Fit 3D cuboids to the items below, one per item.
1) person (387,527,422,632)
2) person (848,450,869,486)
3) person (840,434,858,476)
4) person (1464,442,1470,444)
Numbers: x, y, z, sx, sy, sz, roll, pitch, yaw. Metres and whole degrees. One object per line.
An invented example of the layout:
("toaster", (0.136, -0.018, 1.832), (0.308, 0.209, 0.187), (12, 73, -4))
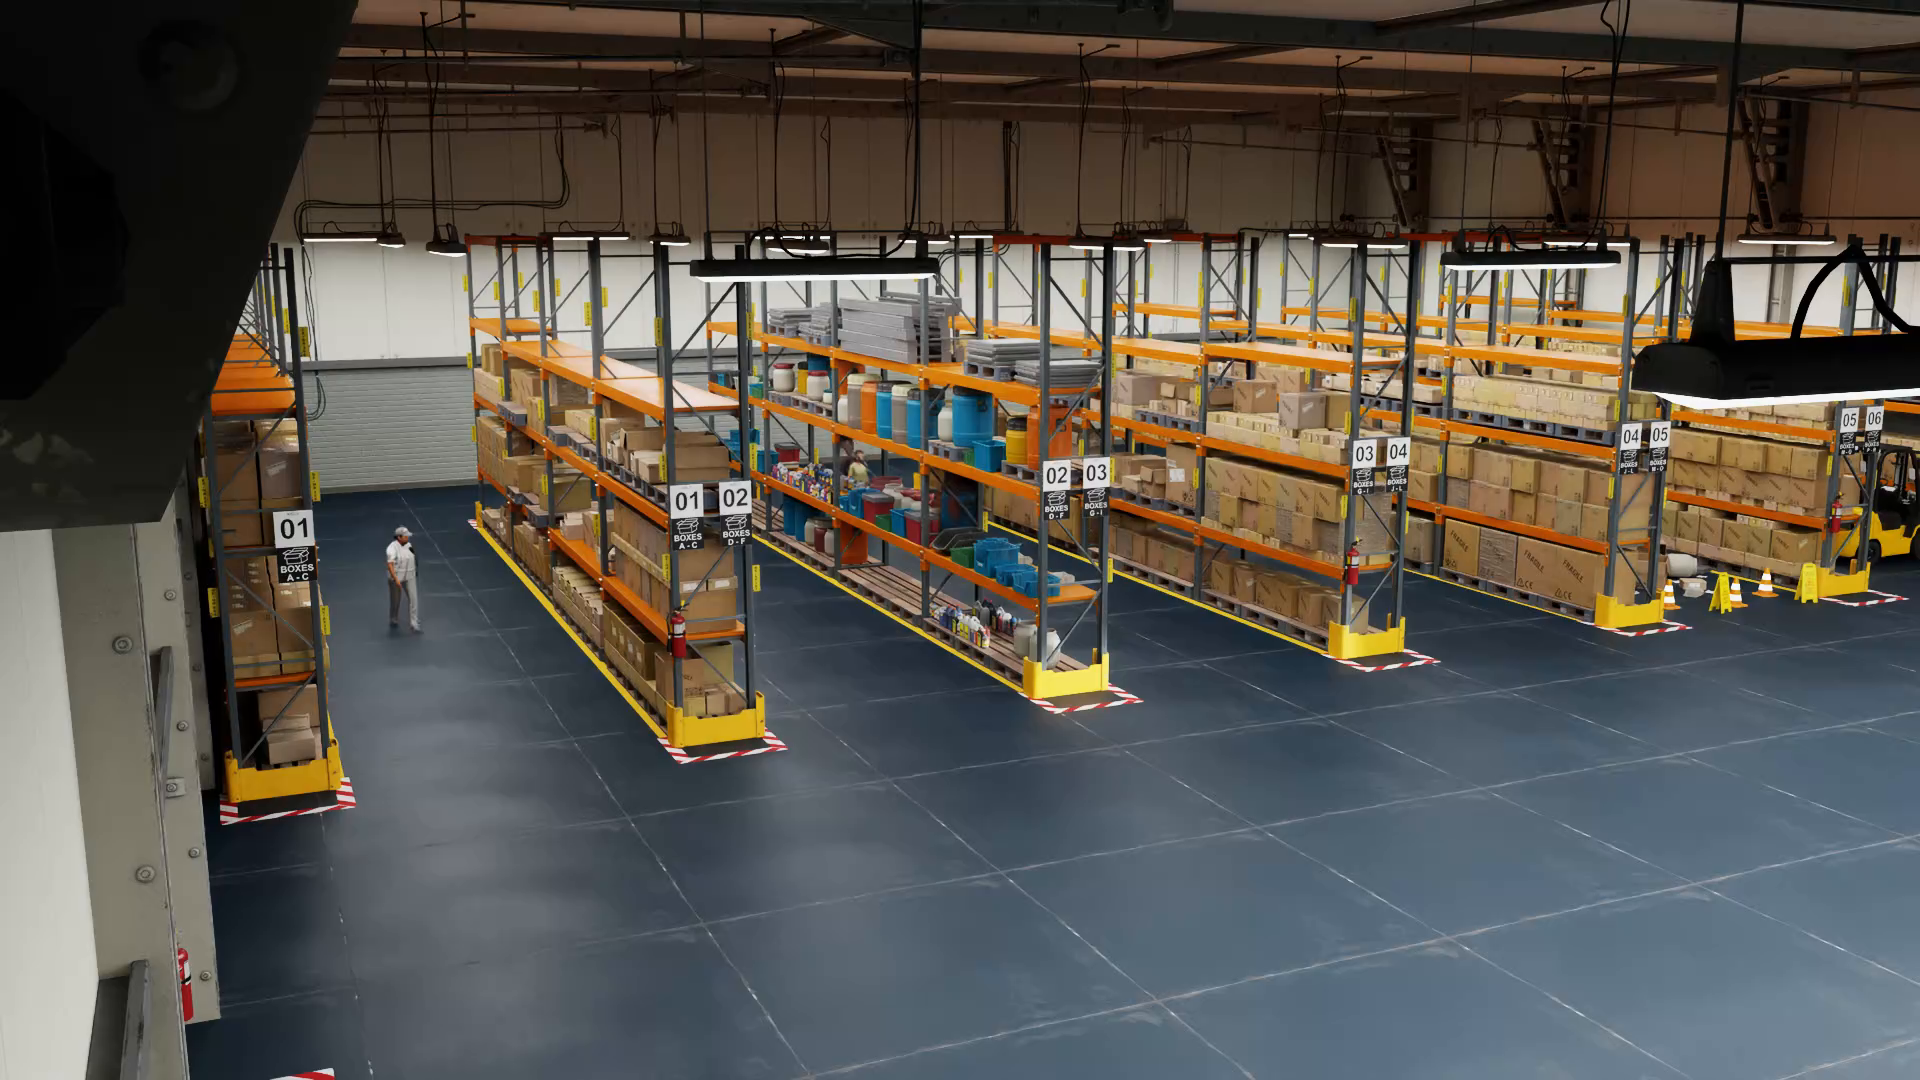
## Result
("person", (-8.661, 0.594, 25.831), (0.469, 1.622, 0.978), (-6, 13, -29))
("person", (-2.059, -1.048, 34.252), (0.507, 1.627, 1.014), (-4, 12, -19))
("person", (-2.776, -2.431, 41.036), (0.495, 1.719, 0.531), (4, 12, 19))
("person", (10.476, -1.157, 34.484), (0.423, 1.771, 0.591), (0, 11, -2))
